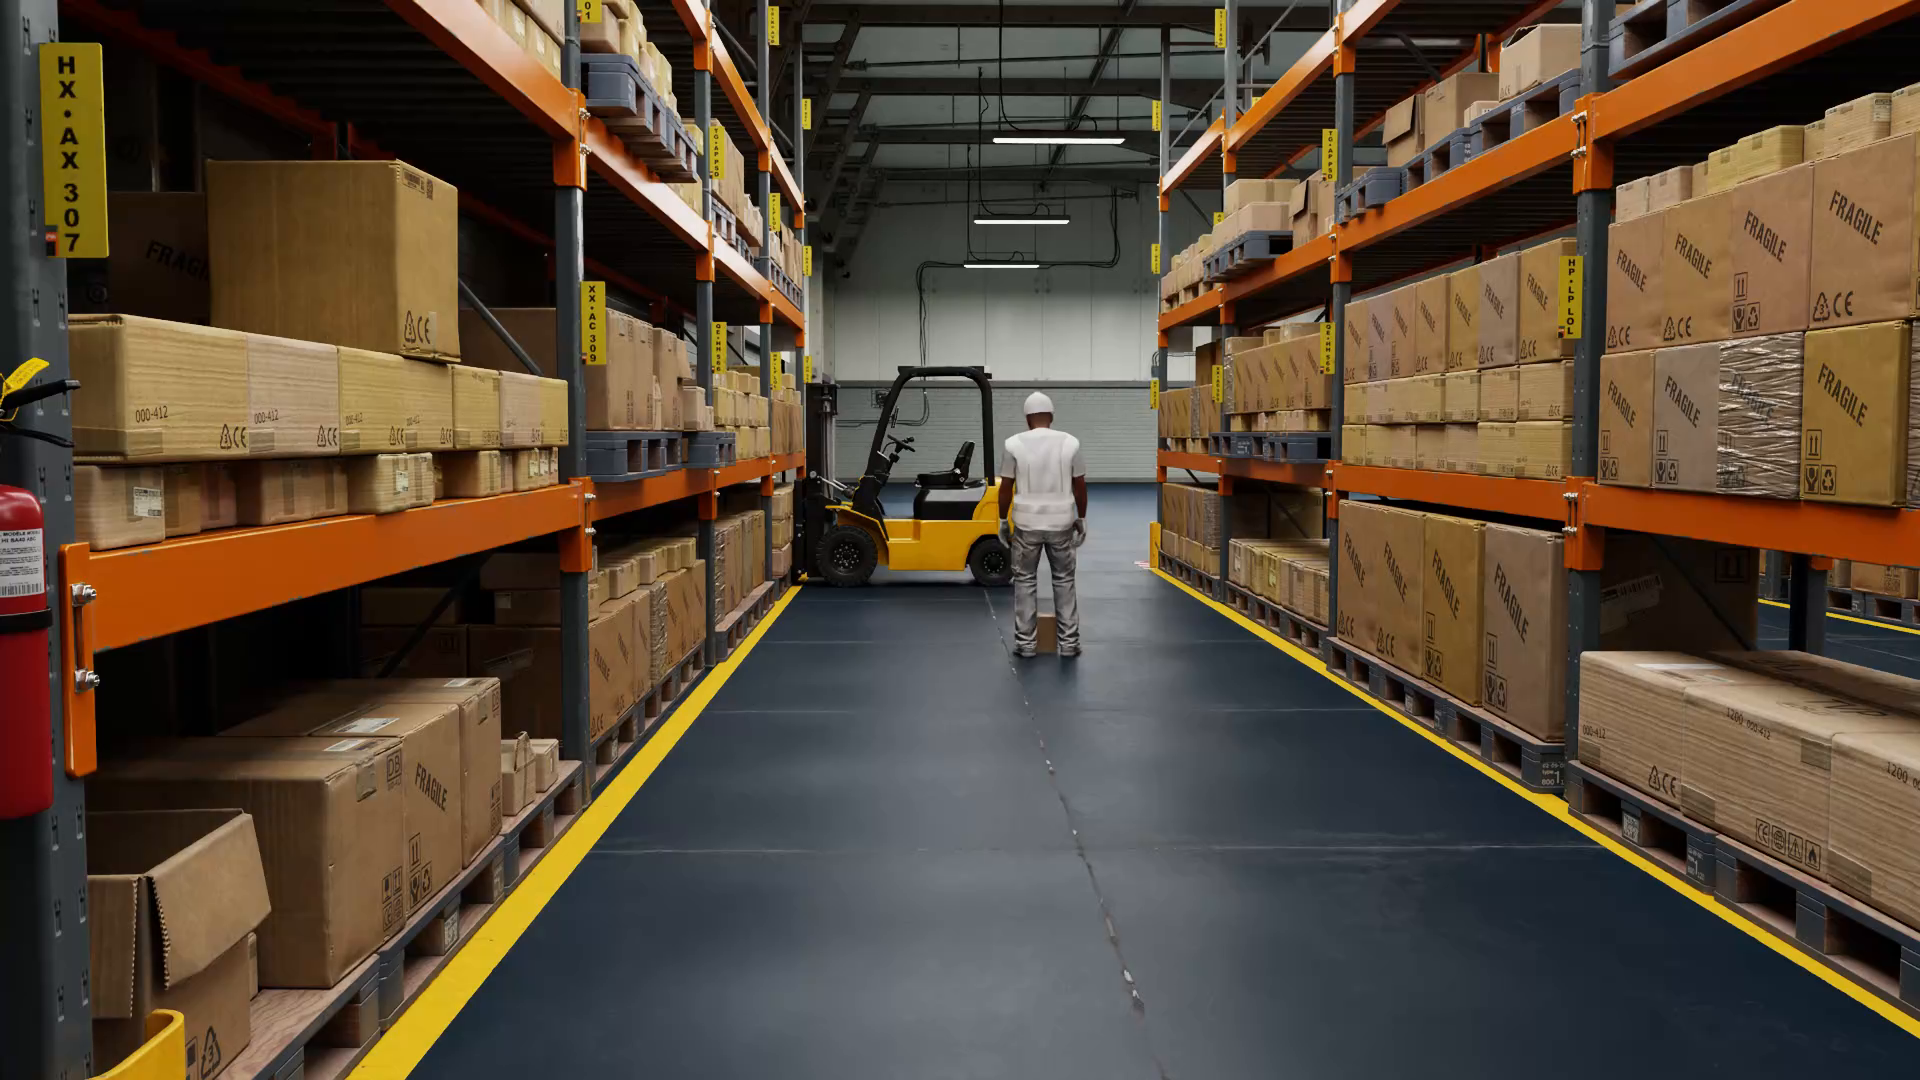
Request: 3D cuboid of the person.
[{"bbox_3d":[0.555,-0.103,11.202,0.608,1.773,0.449,0,4,-4],"label":"person"}]
